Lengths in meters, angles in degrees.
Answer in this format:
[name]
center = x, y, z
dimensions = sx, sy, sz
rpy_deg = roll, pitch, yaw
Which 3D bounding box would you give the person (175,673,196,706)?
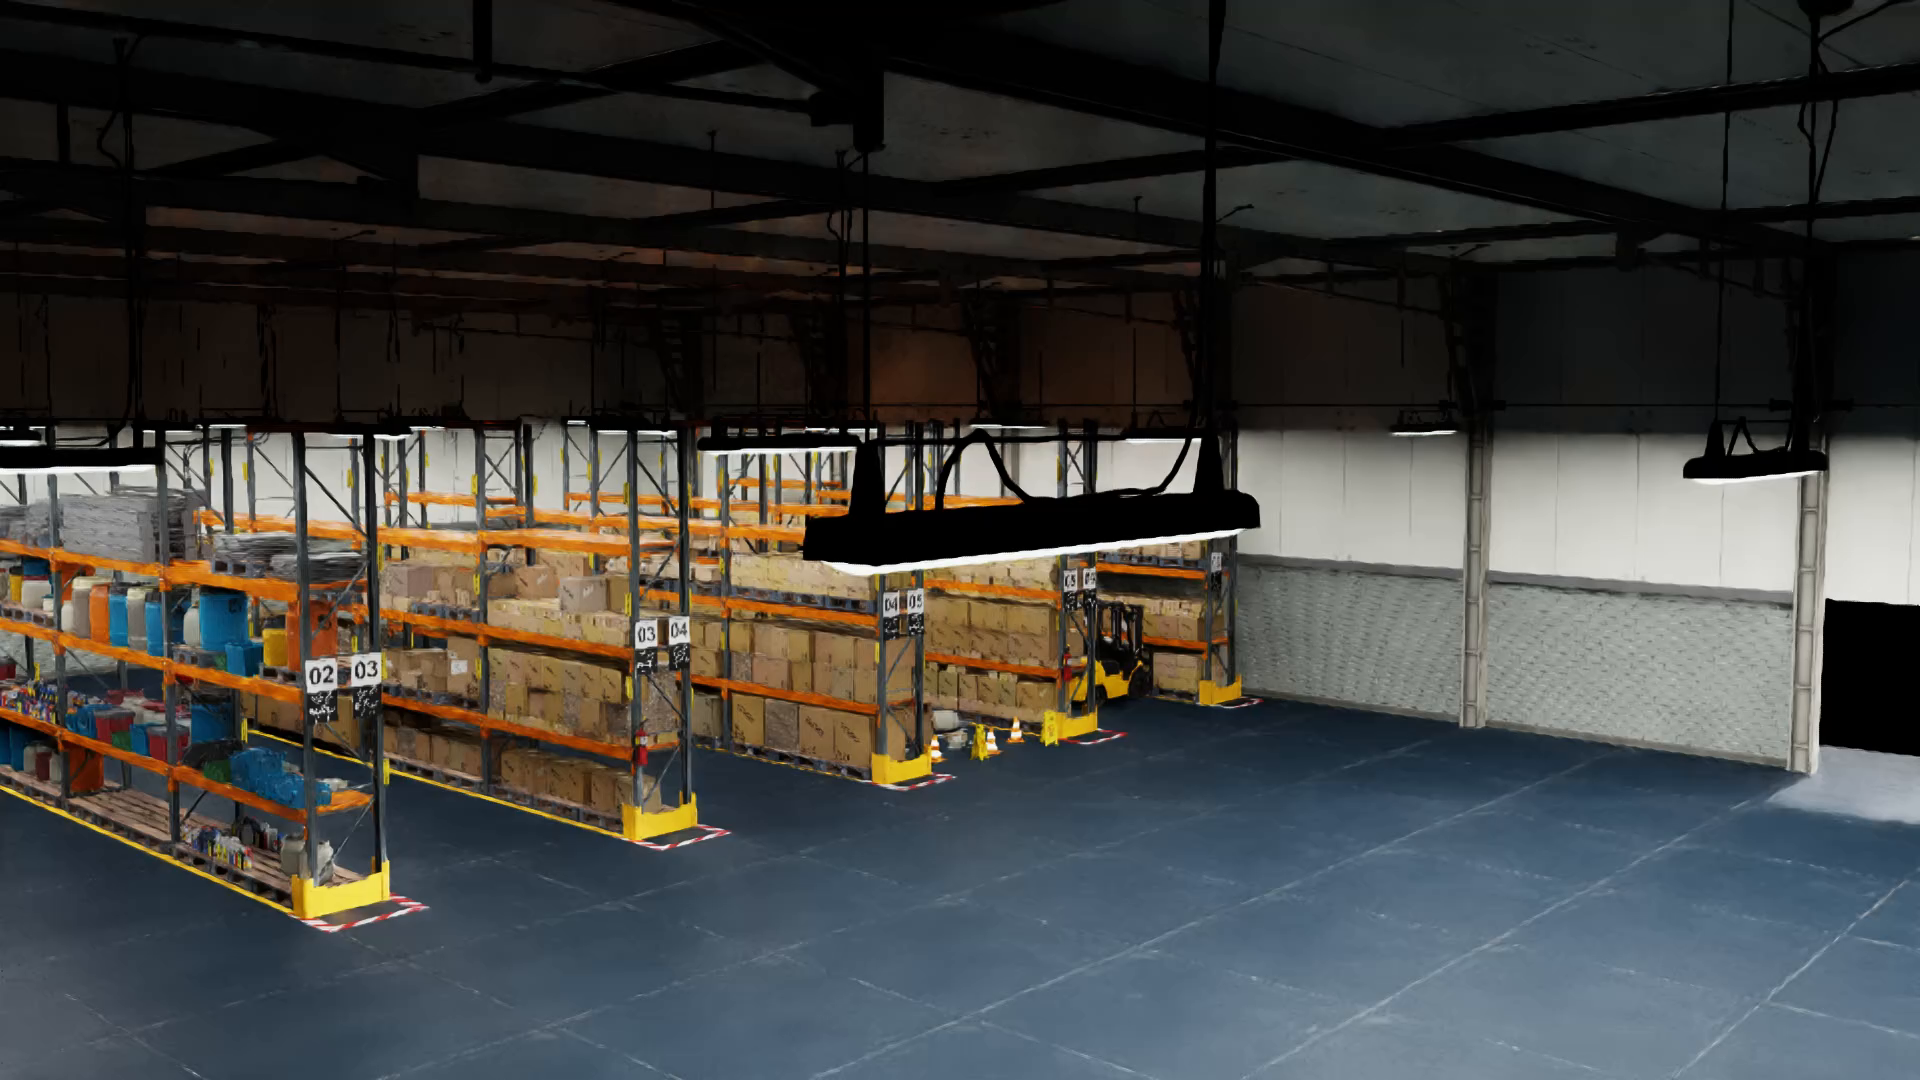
[person]
center = -15.134, 2.952, 32.367
dimensions = 0.651, 1.481, 0.793
rpy_deg = -4, 6, -42
